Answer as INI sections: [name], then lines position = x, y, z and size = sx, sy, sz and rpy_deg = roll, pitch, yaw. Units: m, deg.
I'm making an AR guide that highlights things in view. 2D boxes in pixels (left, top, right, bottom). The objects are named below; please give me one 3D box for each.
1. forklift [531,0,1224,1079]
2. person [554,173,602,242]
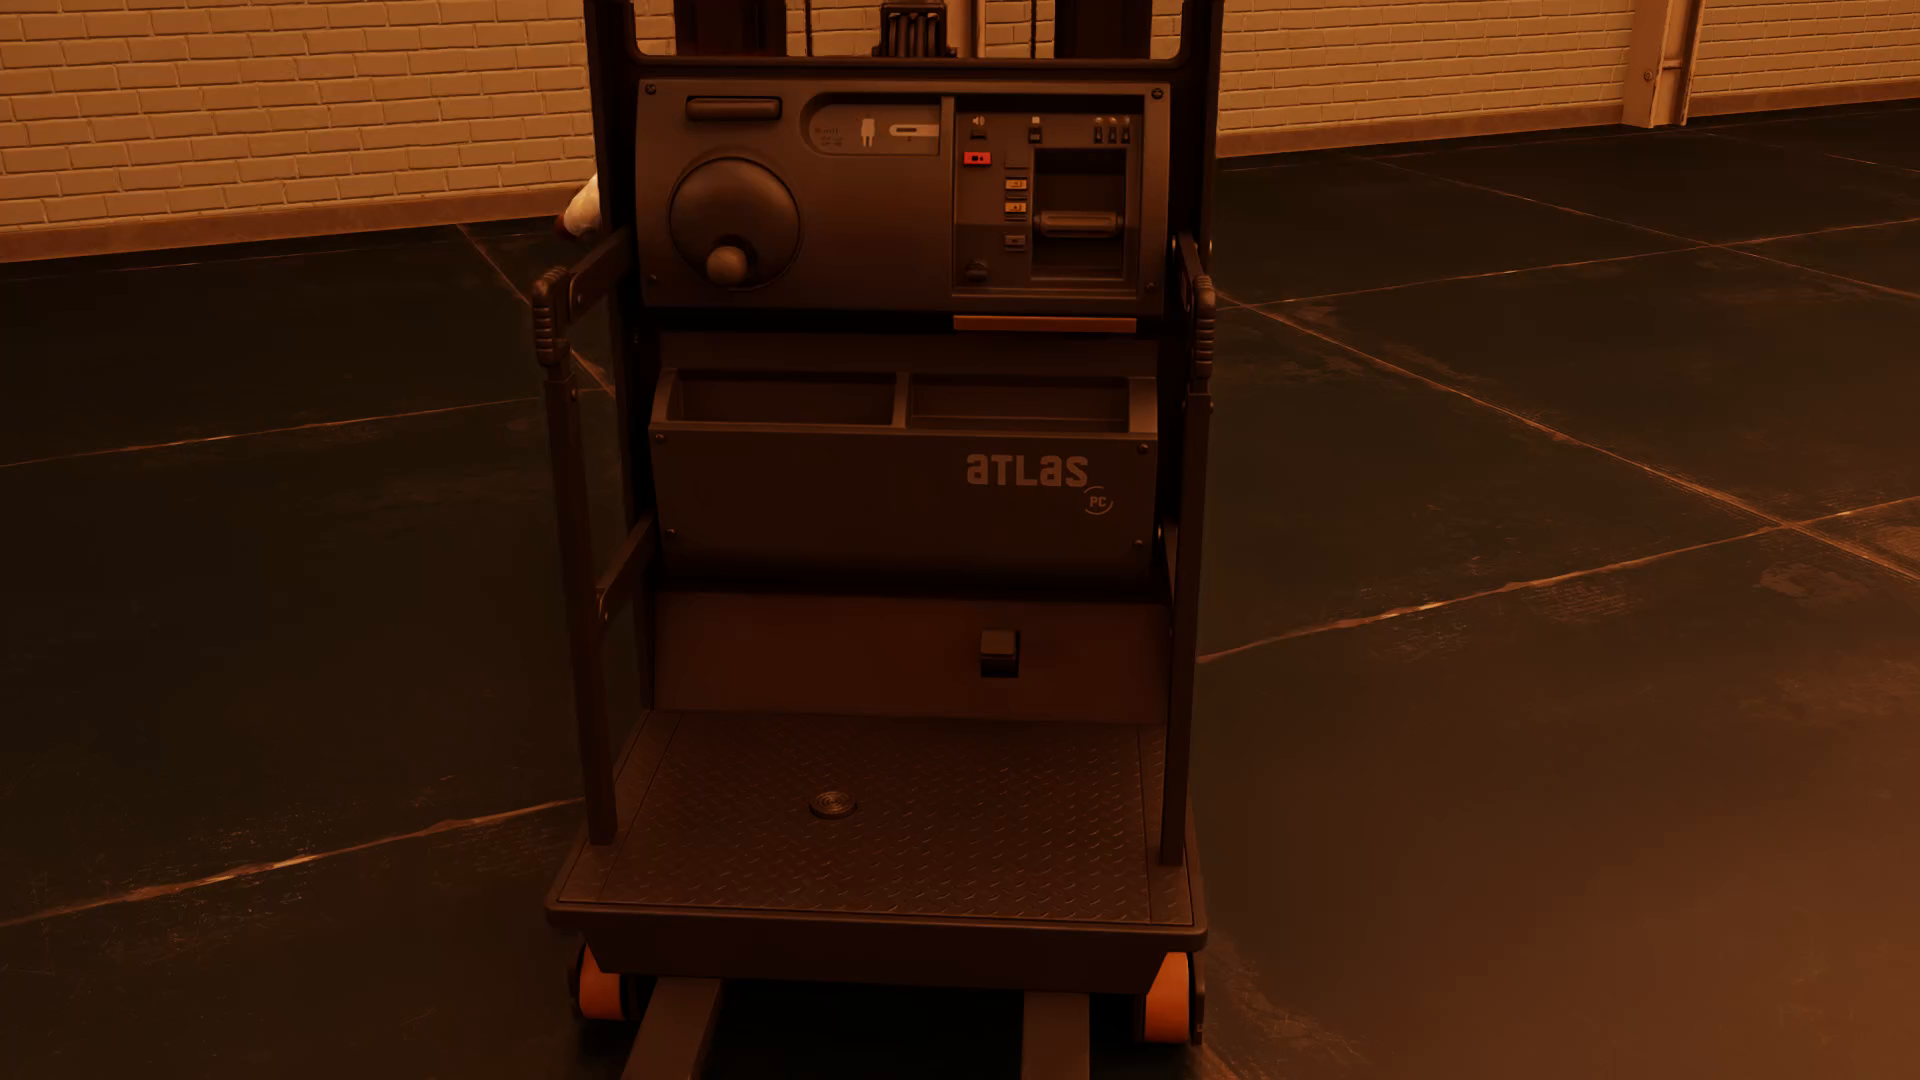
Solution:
[forklift]
position = -0.114, -0.589, 2.704
size = 1.130, 2.935, 3.031
rpy_deg = 1, 23, 3
[person]
position = -0.654, -0.656, 4.839
size = 0.886, 1.453, 0.972
rpy_deg = -14, 26, -30
